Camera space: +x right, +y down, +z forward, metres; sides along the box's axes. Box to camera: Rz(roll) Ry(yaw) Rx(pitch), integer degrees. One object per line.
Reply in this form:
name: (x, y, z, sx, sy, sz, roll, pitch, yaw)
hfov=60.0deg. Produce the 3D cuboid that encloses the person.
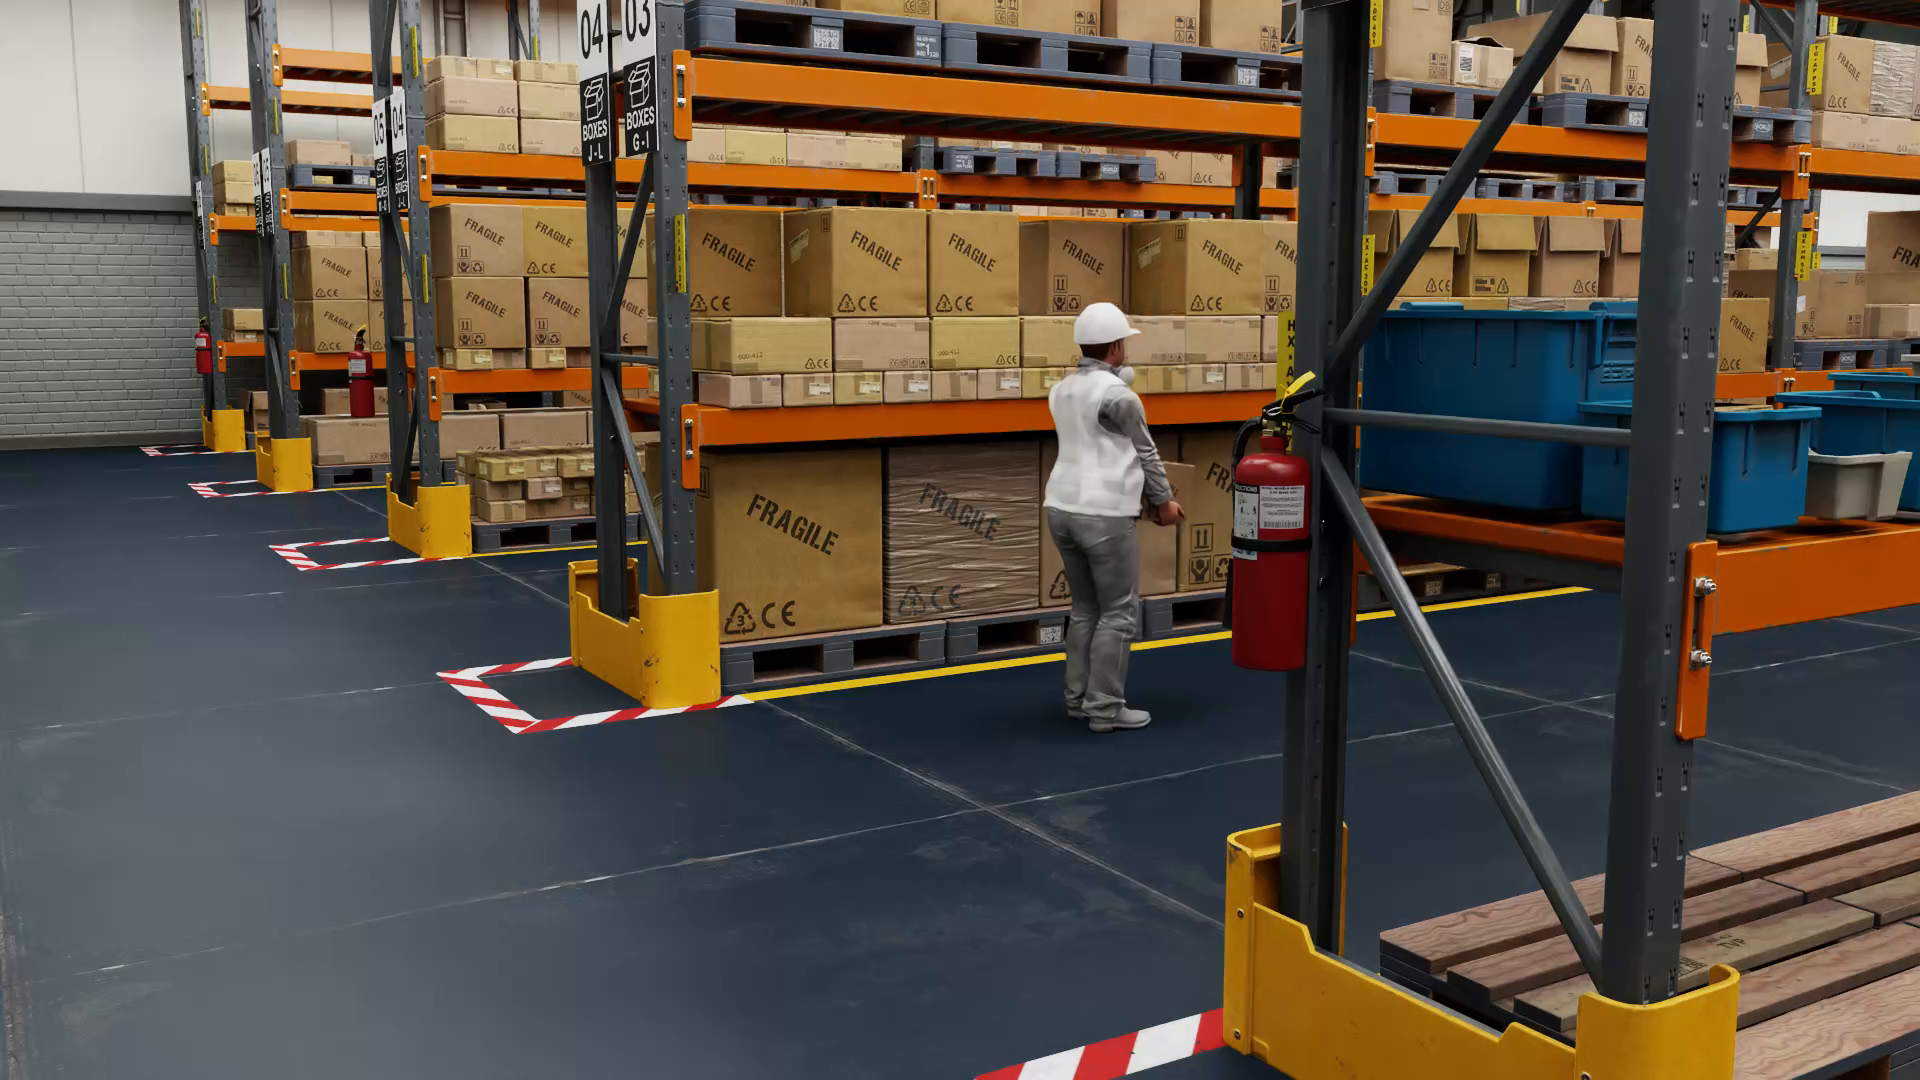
person: (0.636, -0.108, 7.014, 0.557, 1.772, 0.494, -5, 10, -32)
